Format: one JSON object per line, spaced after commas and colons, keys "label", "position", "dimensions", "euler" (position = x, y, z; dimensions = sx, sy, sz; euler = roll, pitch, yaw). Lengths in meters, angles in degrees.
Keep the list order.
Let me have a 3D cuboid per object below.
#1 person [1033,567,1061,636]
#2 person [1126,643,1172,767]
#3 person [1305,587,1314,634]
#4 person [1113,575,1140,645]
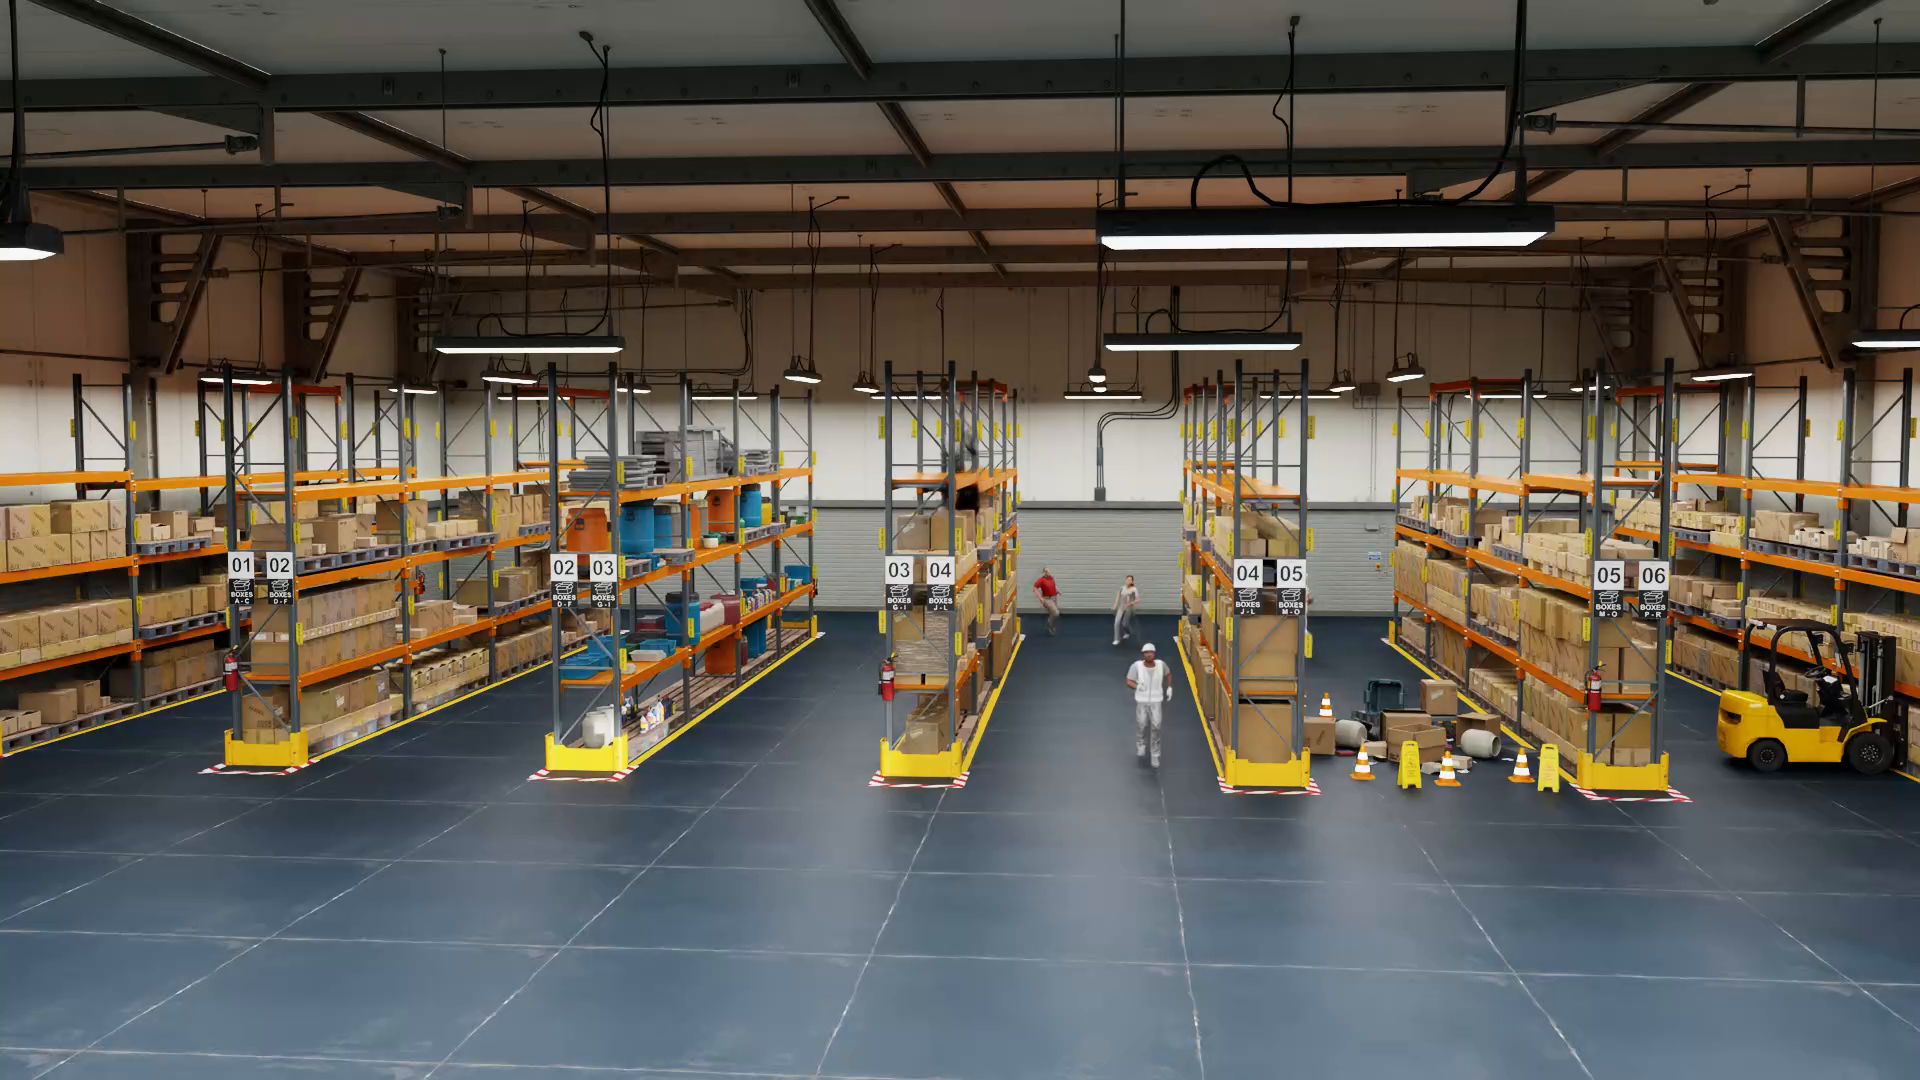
{"label": "person", "position": [2.180, 1.509, 40.603], "dimensions": [0.642, 1.718, 0.717], "euler": [3, 5, 41]}
{"label": "person", "position": [2.848, 2.472, 25.064], "dimensions": [0.700, 1.857, 0.786], "euler": [0, 4, 2]}
{"label": "person", "position": [7.665, 1.658, 37.548], "dimensions": [0.656, 1.748, 0.712], "euler": [-1, 4, -8]}
{"label": "person", "position": [3.913, 1.628, 38.922], "dimensions": [0.608, 1.628, 0.855], "euler": [2, 4, 28]}
